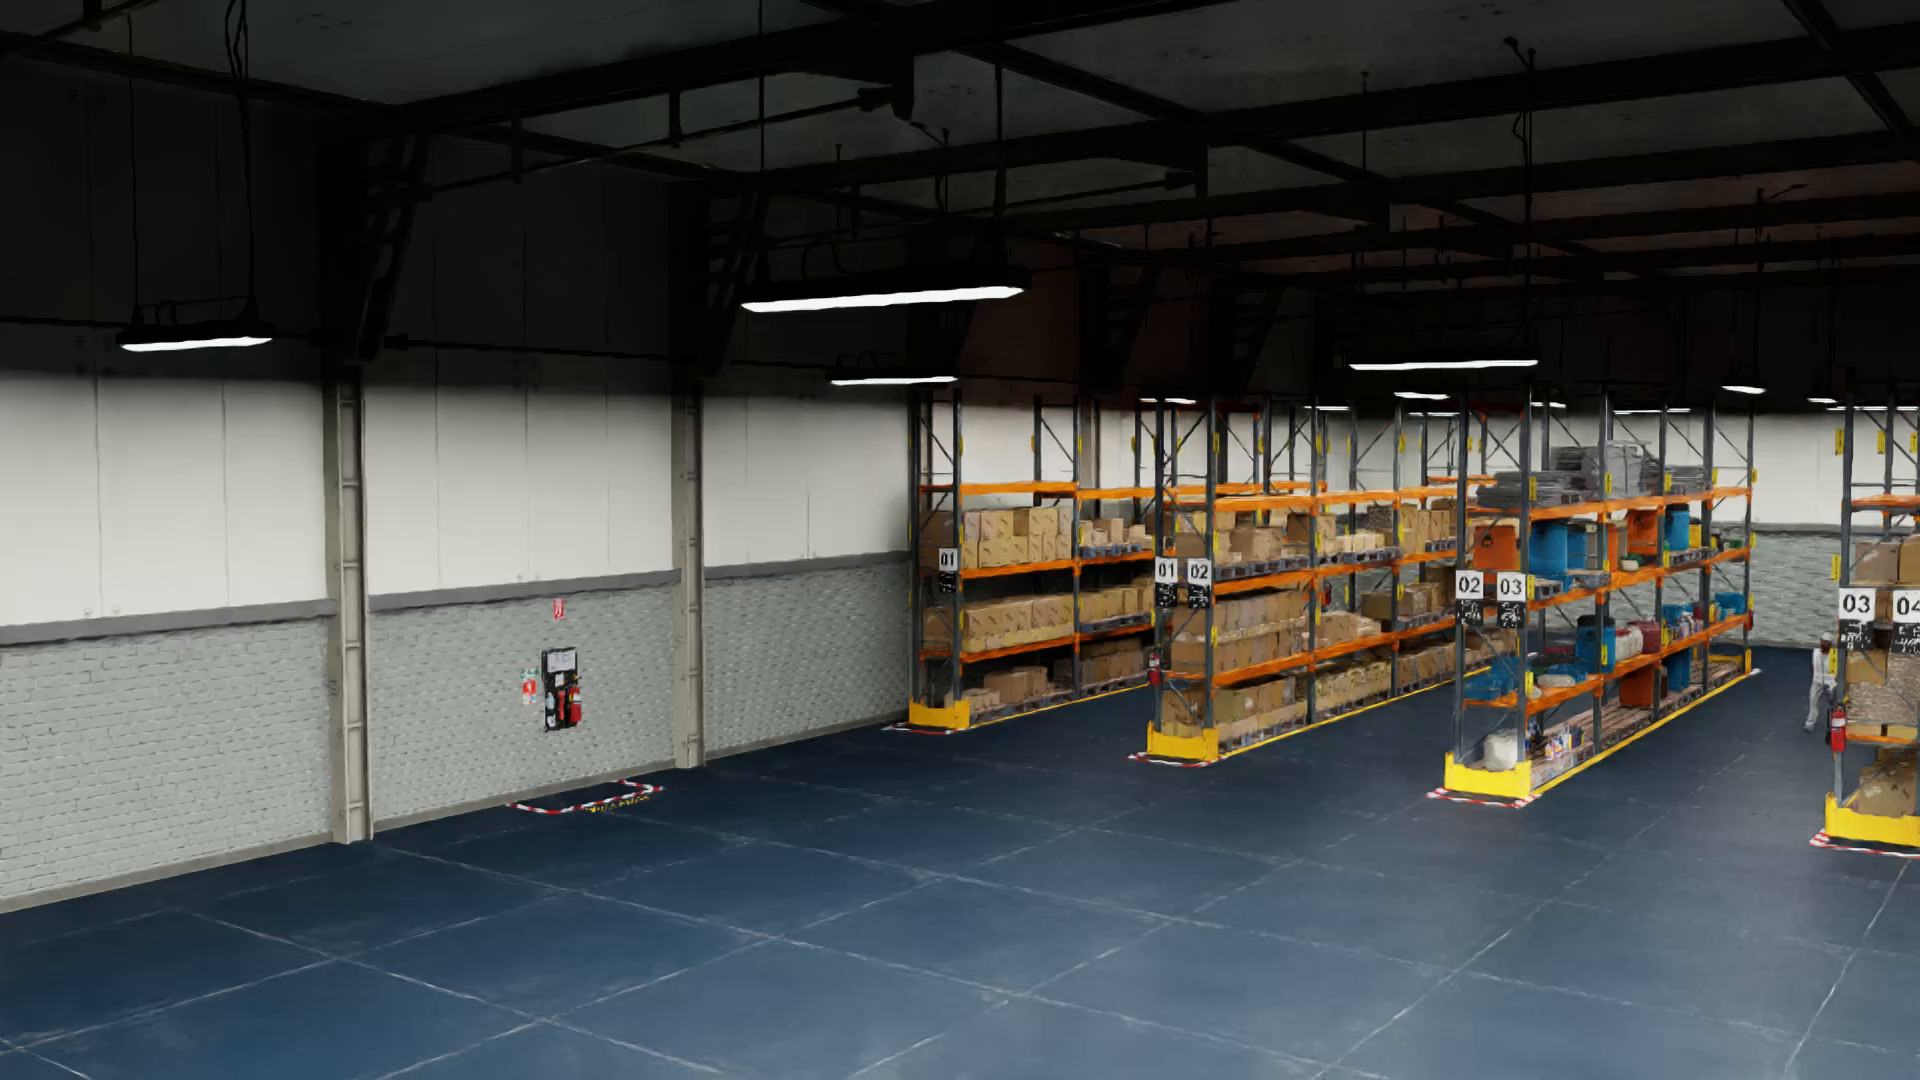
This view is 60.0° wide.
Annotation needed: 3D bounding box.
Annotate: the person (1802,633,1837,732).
[{"bbox_3d":[15.104,2.476,29.011,0.553,1.724,1.036,3,5,44],"label":"person"}]
